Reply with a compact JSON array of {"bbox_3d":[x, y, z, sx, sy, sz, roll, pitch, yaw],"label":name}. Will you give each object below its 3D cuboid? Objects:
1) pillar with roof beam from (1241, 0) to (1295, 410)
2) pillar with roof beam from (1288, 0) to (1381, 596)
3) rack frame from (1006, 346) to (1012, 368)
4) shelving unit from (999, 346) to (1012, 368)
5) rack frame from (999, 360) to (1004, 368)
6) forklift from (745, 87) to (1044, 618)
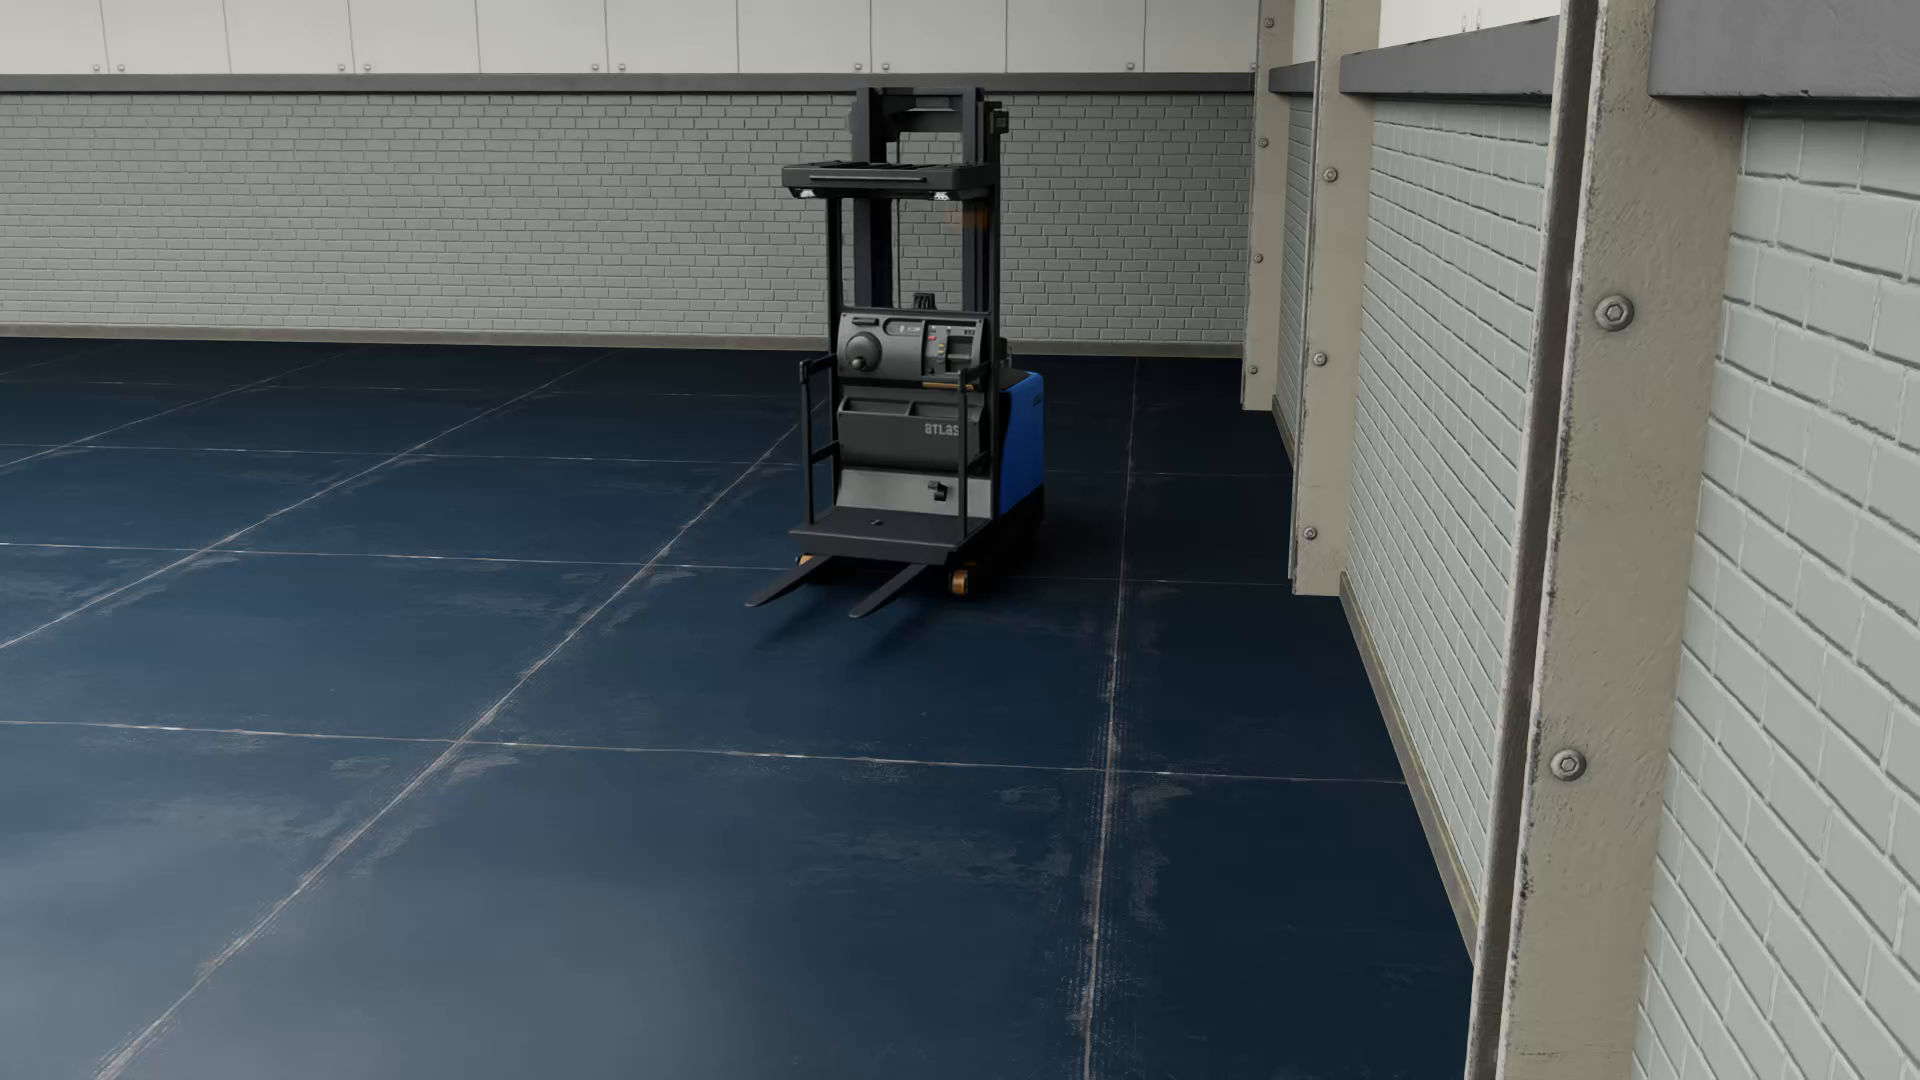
[{"bbox_3d":[-1.431,-5.748,15.179,9.100,9.000,0.400,2,15,6],"label":"pillar with roof beam"},{"bbox_3d":[-2.108,-4.192,9.424,9.100,9.000,0.400,2,15,6],"label":"pillar with roof beam"},{"bbox_3d":[0.245,-0.774,11.726,0.240,1.200,0.006,5,16,18],"label":"rack frame"},{"bbox_3d":[0.216,-0.751,11.642,0.258,1.200,0.189,5,16,18],"label":"shelving unit"},{"bbox_3d":[0.187,-0.729,11.558,0.240,1.200,0.006,5,16,18],"label":"rack frame"},{"bbox_3d":[-0.370,-1.194,9.961,1.130,2.935,3.031,5,16,18],"label":"forklift"}]
